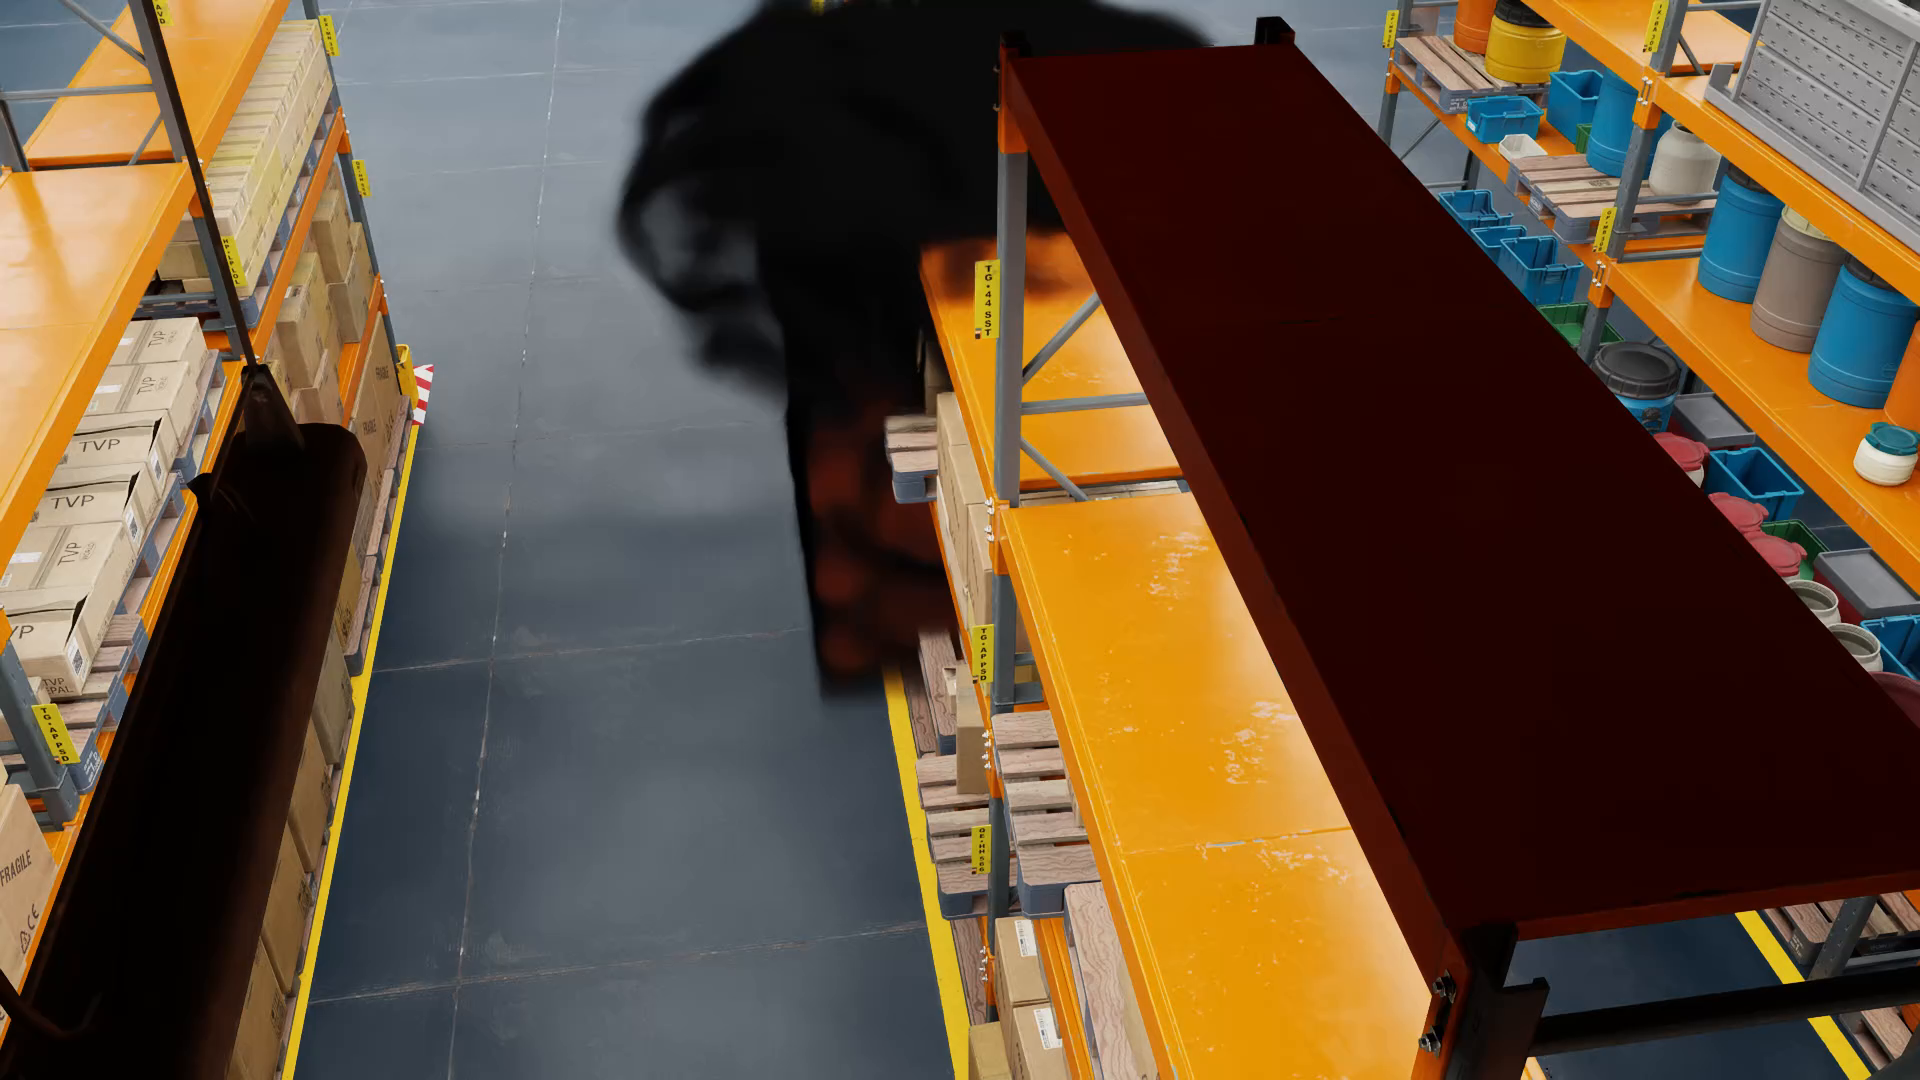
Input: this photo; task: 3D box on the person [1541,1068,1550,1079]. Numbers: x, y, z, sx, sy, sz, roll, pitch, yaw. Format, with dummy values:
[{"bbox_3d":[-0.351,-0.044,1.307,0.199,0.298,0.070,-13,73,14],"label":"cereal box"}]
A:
[{"bbox_3d":[2.587,3.027,7.976,0.511,1.570,0.636,0,36,0],"label":"person"}]
